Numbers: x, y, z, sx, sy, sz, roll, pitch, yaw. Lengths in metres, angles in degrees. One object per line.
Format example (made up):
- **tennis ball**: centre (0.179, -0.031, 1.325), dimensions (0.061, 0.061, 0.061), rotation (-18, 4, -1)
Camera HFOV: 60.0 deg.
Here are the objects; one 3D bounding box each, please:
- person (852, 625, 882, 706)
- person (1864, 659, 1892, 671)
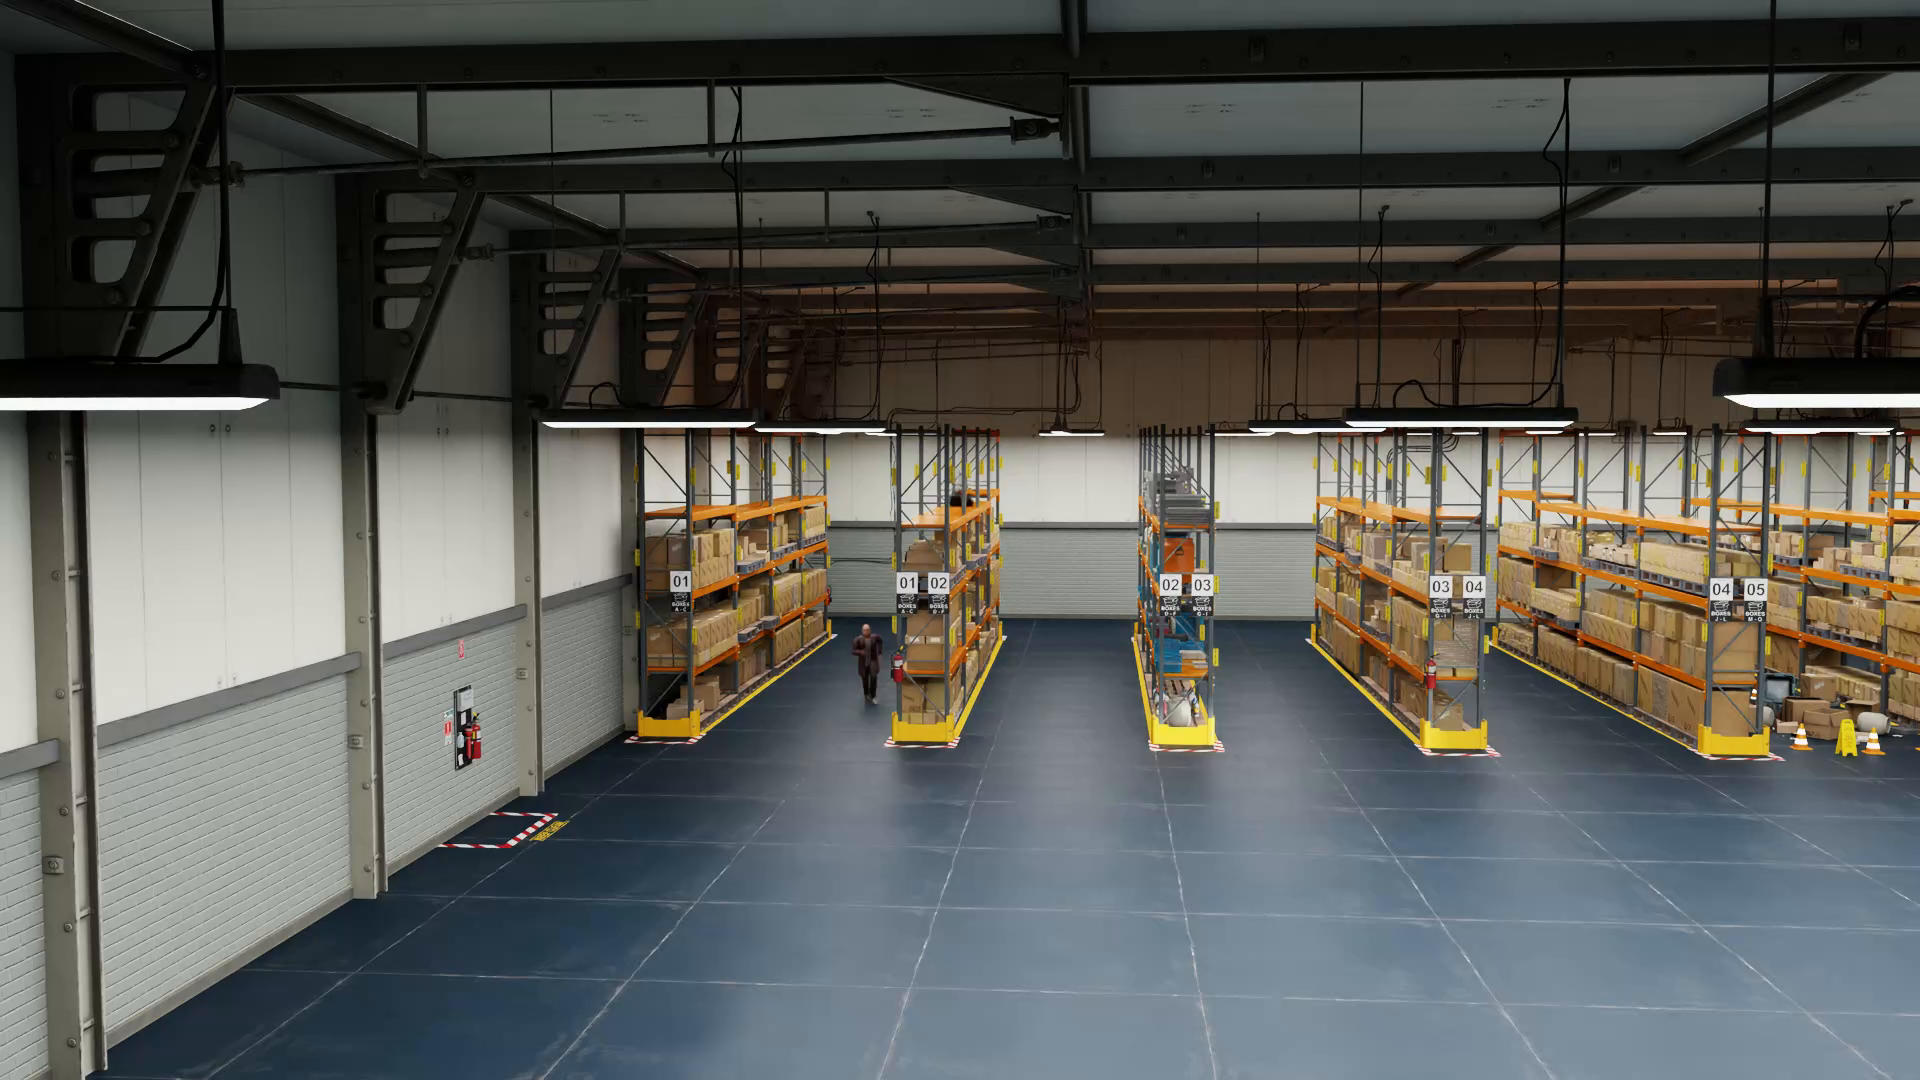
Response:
- **person**: centre (-1.995, 2.670, 35.851), dimensions (0.634, 1.732, 1.033), rotation (0, 3, 0)
- **person**: centre (22.487, 2.433, 40.664), dimensions (0.600, 1.658, 0.847), rotation (-1, 4, -9)
